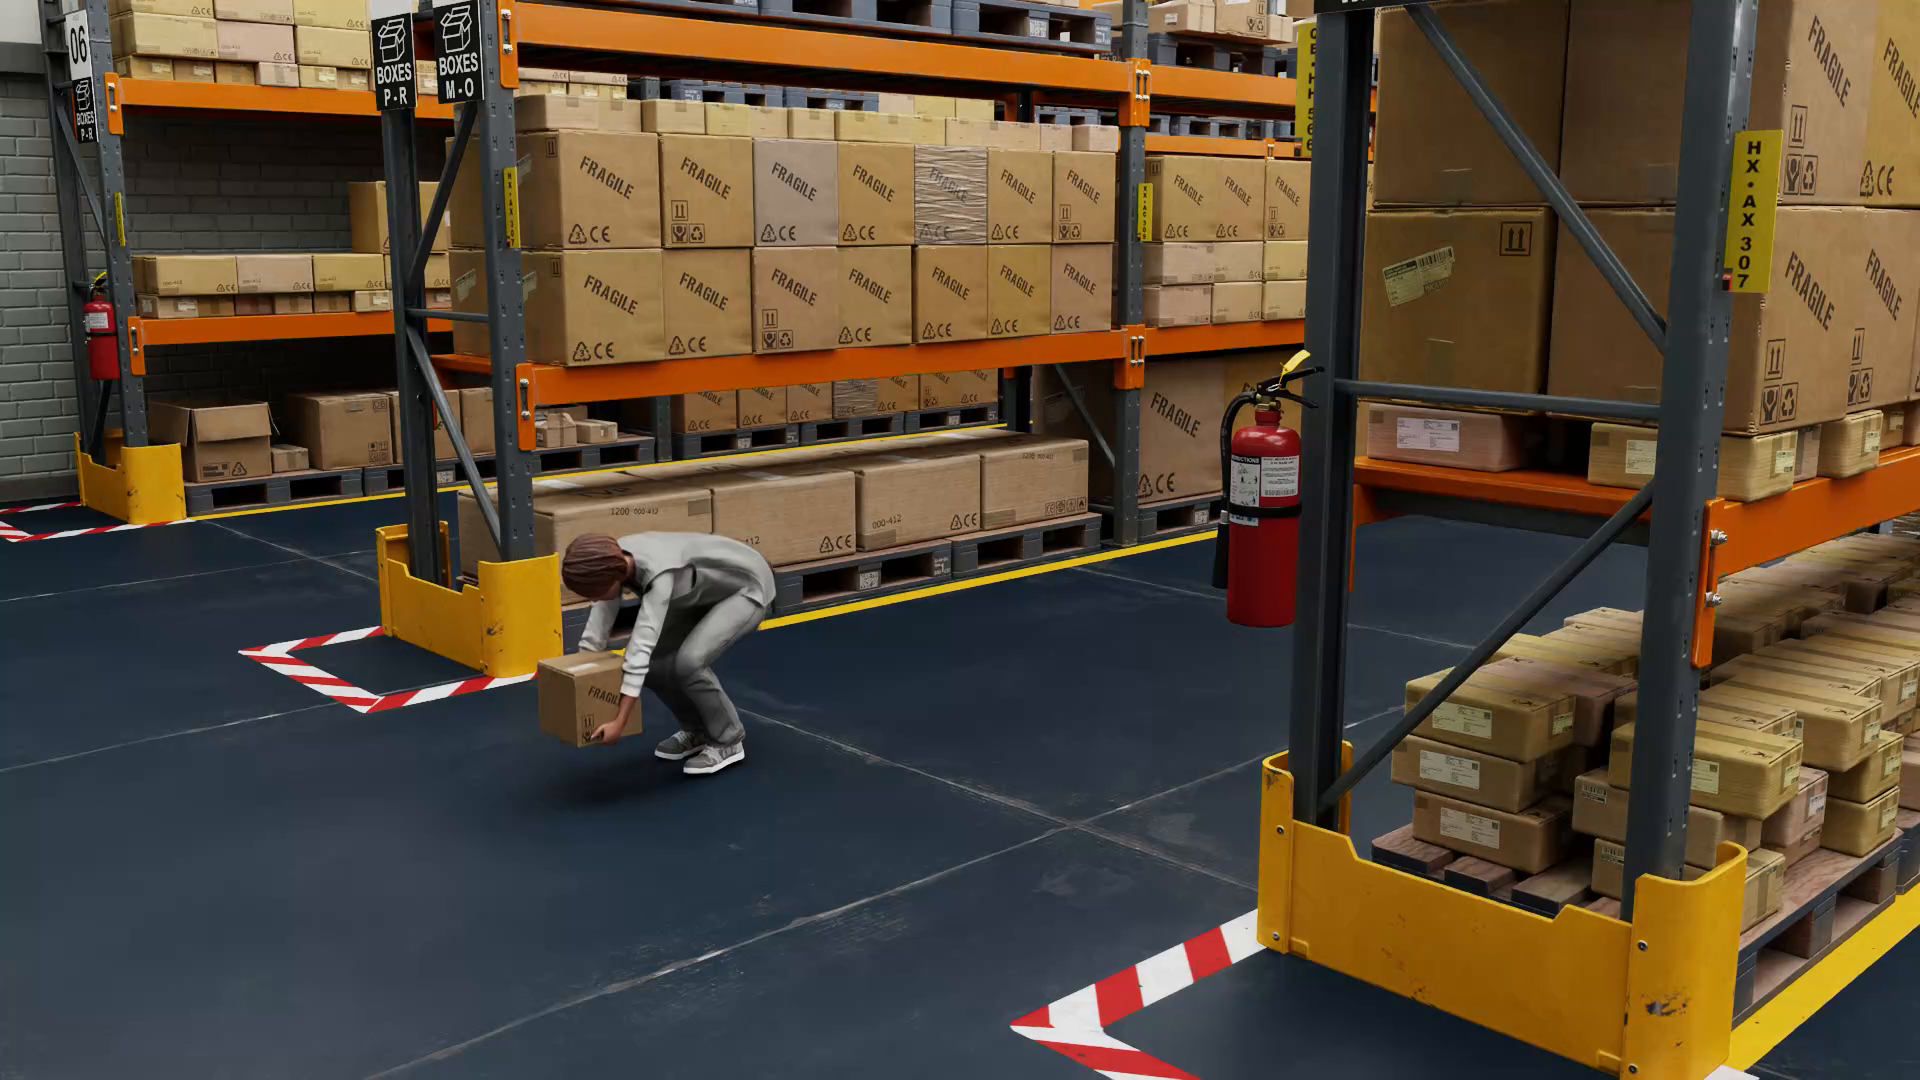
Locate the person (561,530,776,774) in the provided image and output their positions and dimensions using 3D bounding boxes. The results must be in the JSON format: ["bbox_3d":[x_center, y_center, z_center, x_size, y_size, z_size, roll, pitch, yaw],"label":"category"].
[{"bbox_3d":[-1.018,0.378,5.844,0.424,0.897,0.854,10,15,43],"label":"person"}]
